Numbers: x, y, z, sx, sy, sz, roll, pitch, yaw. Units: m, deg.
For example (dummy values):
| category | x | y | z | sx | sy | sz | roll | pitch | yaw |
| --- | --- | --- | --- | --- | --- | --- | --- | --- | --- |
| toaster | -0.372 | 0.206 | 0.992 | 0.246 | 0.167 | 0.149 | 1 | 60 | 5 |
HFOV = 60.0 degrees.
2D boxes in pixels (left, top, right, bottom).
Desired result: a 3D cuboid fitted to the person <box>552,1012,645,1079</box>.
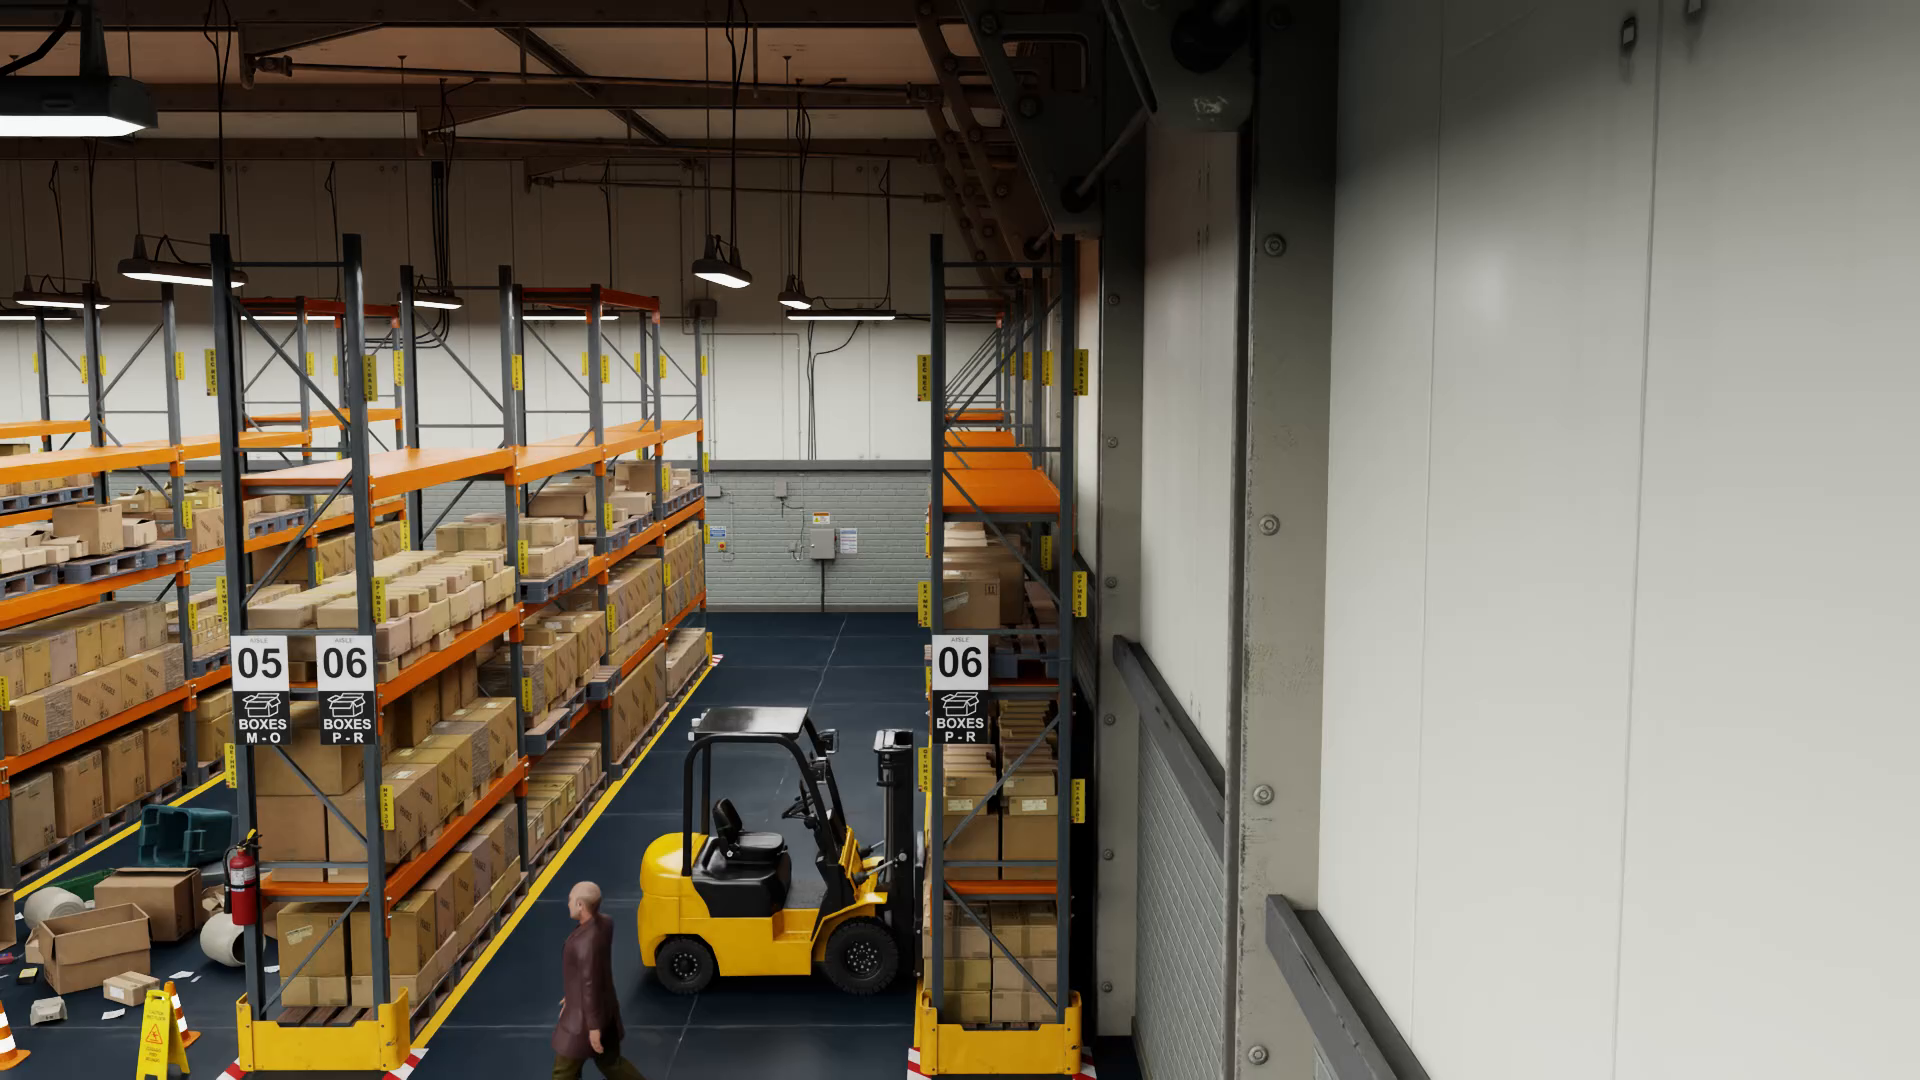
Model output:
| category | x | y | z | sx | sy | sz | roll | pitch | yaw |
| --- | --- | --- | --- | --- | --- | --- | --- | --- | --- |
| person | -2.340 | 3.415 | 10.919 | 0.726 | 0.988 | 0.429 | 1 | 6 | 6 |
